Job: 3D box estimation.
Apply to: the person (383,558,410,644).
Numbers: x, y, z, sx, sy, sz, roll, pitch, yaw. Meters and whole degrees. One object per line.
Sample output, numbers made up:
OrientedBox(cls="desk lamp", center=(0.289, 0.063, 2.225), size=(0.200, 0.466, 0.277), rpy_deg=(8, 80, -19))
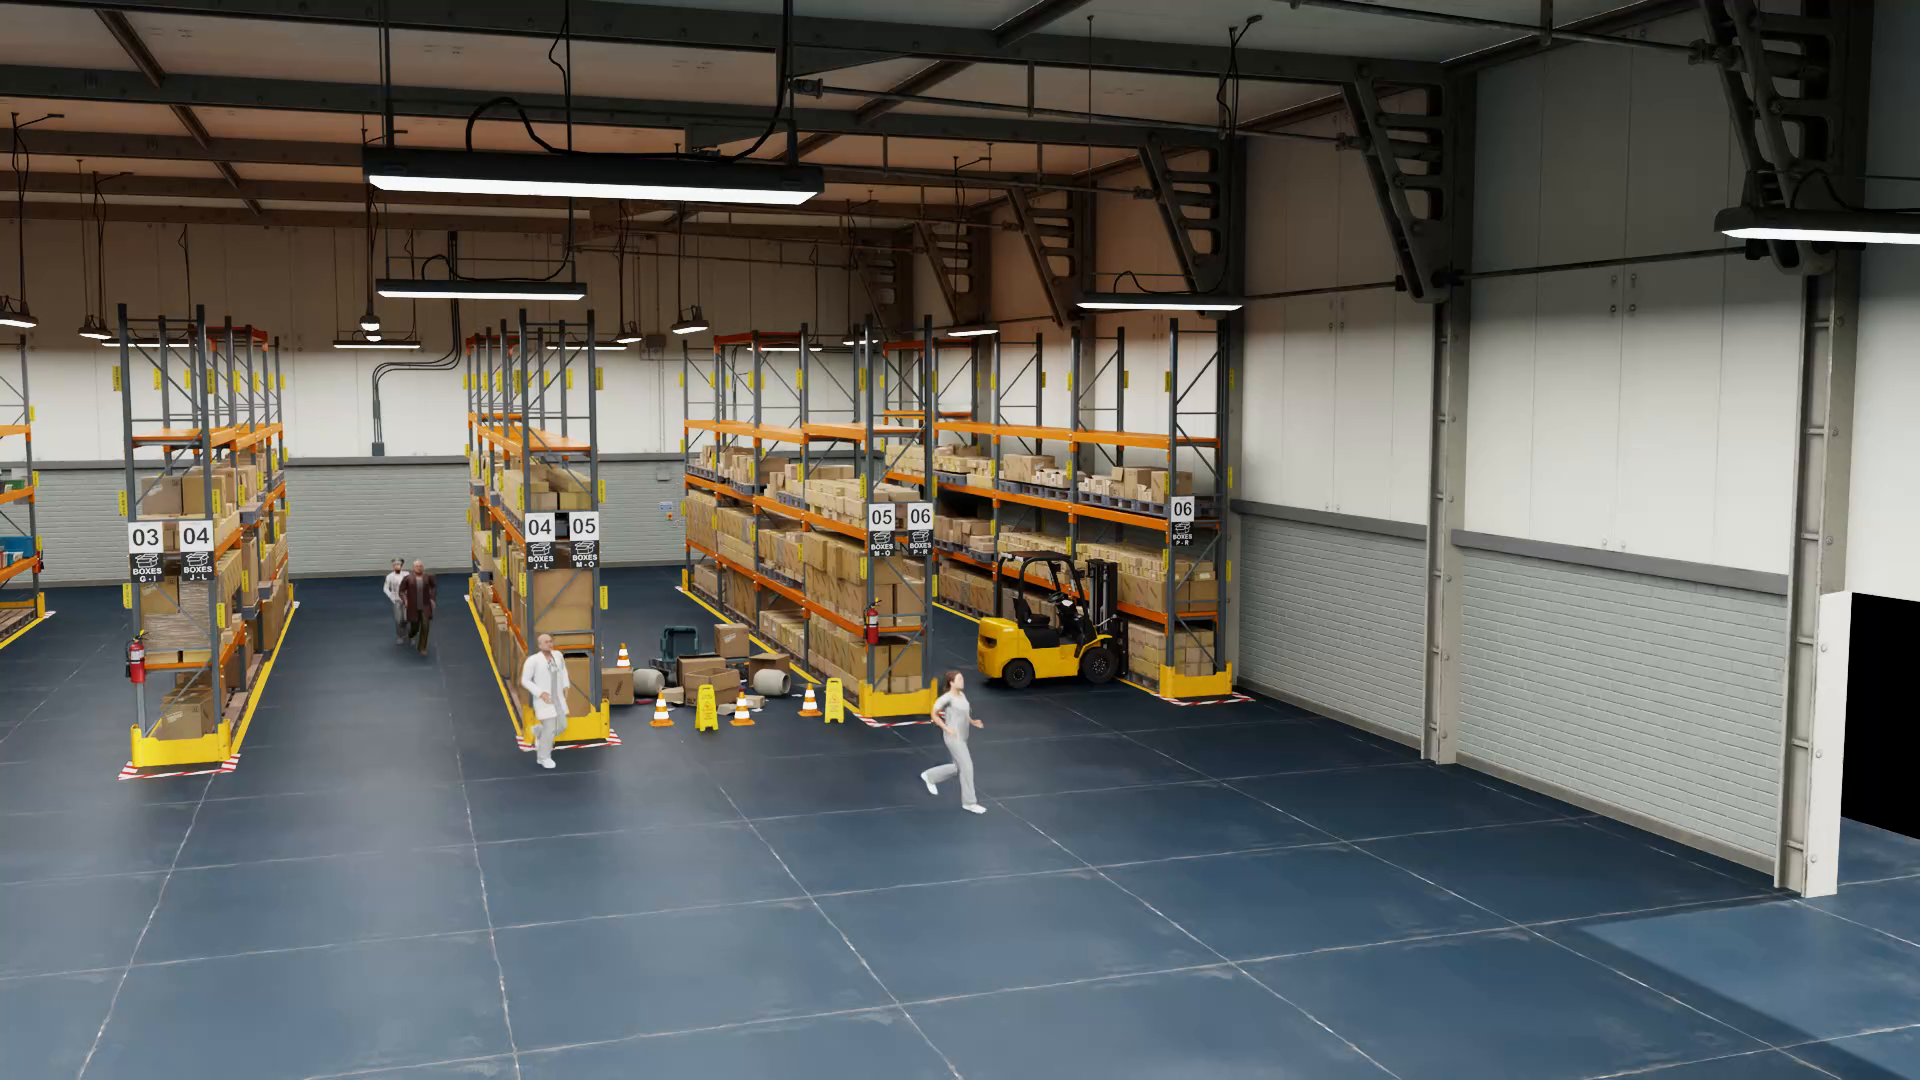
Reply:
OrientedBox(cls="person", center=(-10.724, 1.161, 31.873), size=(0.614, 1.662, 0.463), rpy_deg=(-2, 6, -18))

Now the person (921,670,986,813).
OrientedBox(cls="person", center=(-0.089, 2.341, 19.502), size=(0.867, 1.667, 0.567), rpy_deg=(3, 6, 26))

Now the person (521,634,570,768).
OrientedBox(cls="person", center=(-5.385, 2.089, 21.719), size=(0.638, 1.750, 0.732), rpy_deg=(5, 7, 41))

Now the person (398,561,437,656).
OrientedBox(cls="person", center=(-9.978, 1.236, 30.639), size=(0.702, 1.743, 0.846), rpy_deg=(-3, 6, -27))
